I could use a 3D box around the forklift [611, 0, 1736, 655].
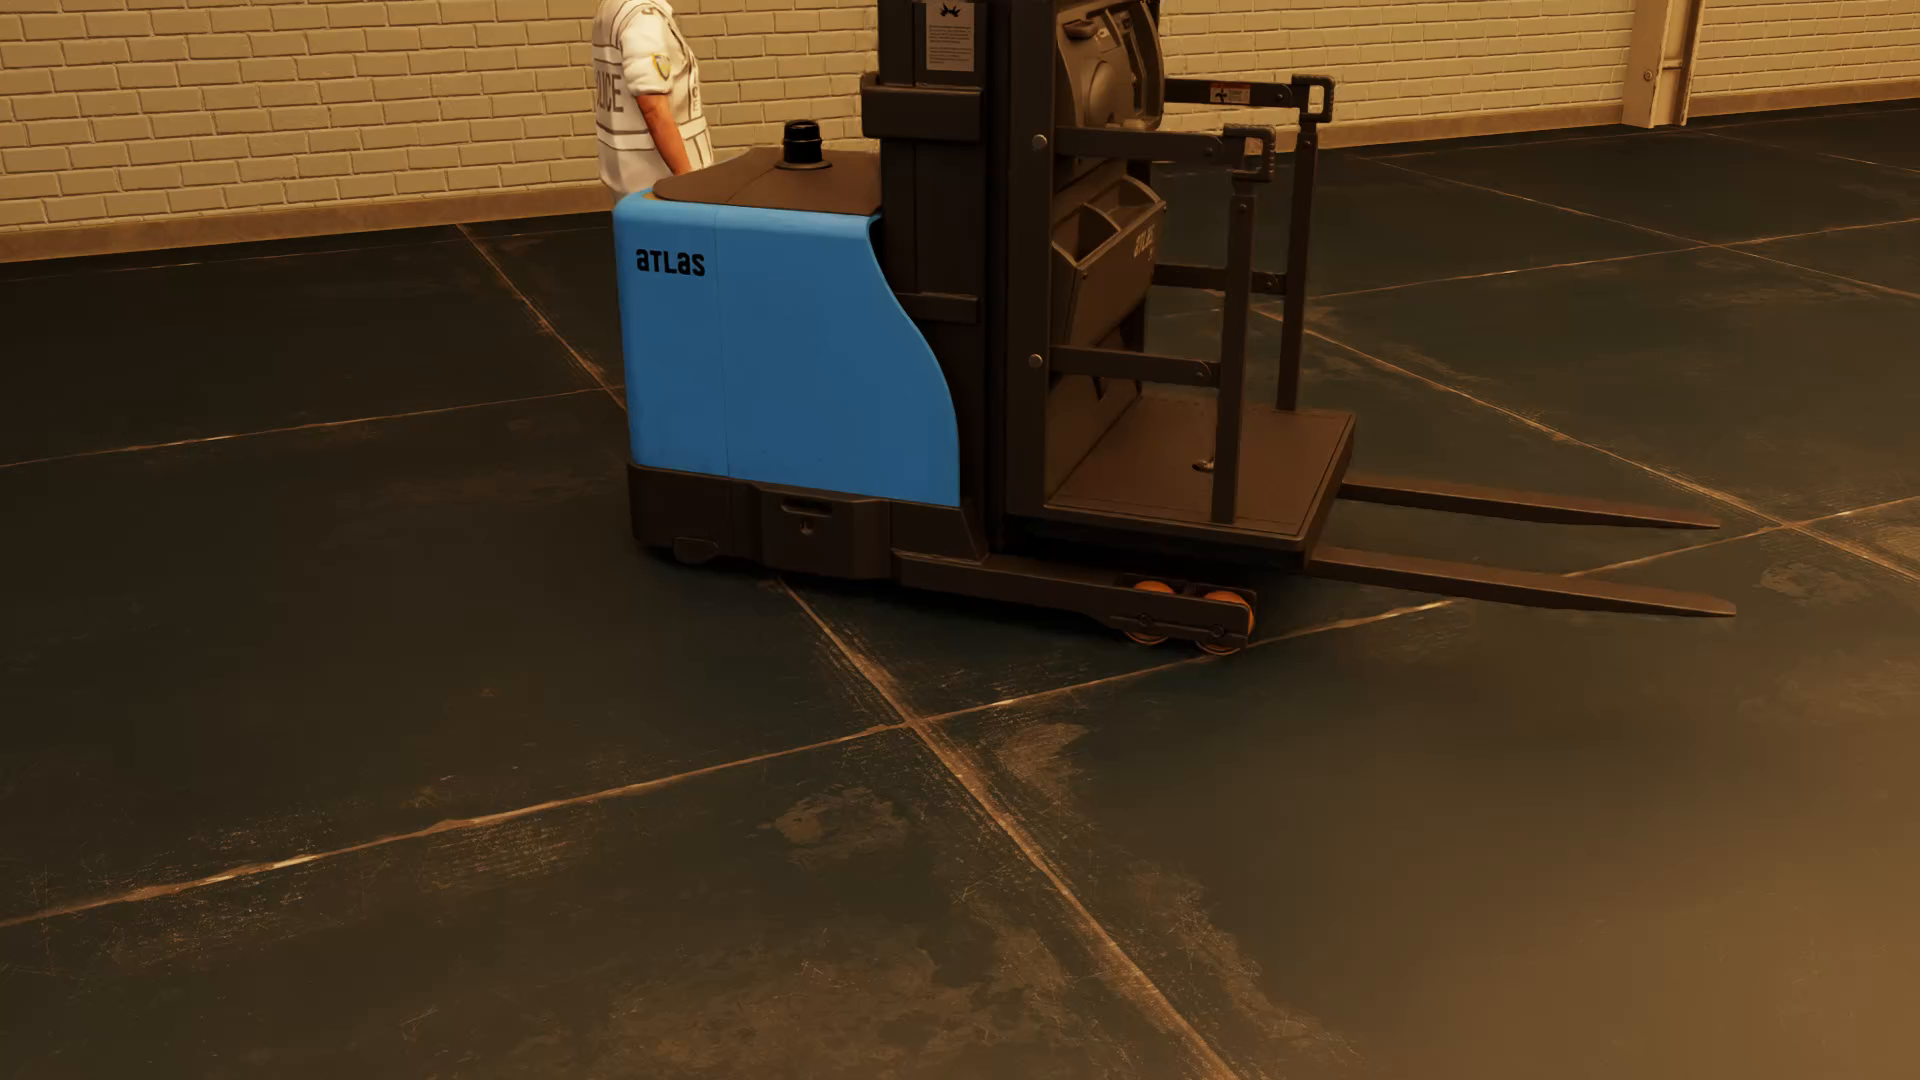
[{"bbox_3d":[0.593,-1.280,4.367,3.031,2.935,1.130,8,24,18],"label":"forklift"}]

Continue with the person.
[{"bbox_3d":[-1.018,-1.304,5.932,0.496,1.773,0.664,-12,25,-26],"label":"person"}]
